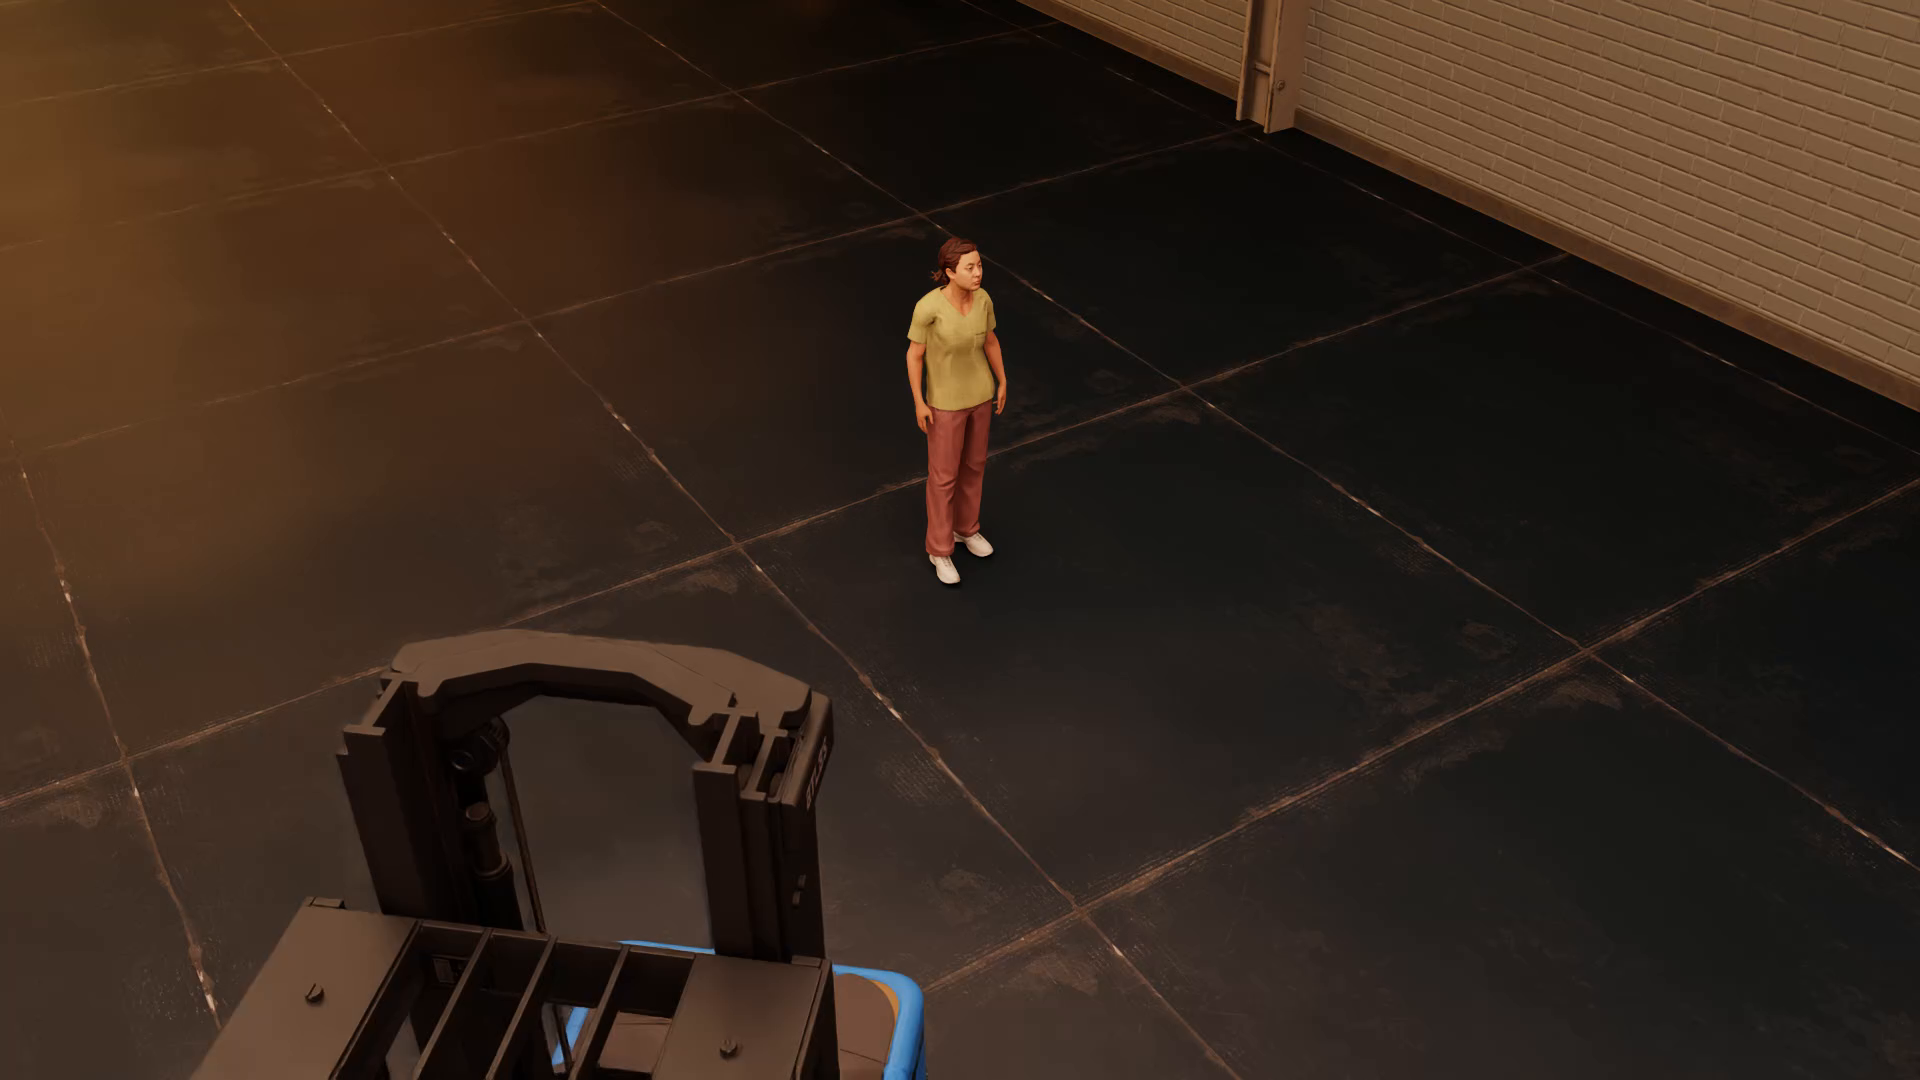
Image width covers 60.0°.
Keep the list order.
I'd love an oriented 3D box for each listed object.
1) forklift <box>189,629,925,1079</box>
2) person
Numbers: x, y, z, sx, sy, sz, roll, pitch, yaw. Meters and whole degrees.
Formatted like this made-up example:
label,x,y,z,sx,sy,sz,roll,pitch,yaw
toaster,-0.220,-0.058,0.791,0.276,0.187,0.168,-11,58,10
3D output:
label,x,y,z,sx,sy,sz,roll,pitch,yaw
forklift,-0.828,1.776,3.620,1.130,2.935,3.031,5,35,7
person,0.031,-0.652,8.155,0.553,1.673,0.548,-21,40,-27
